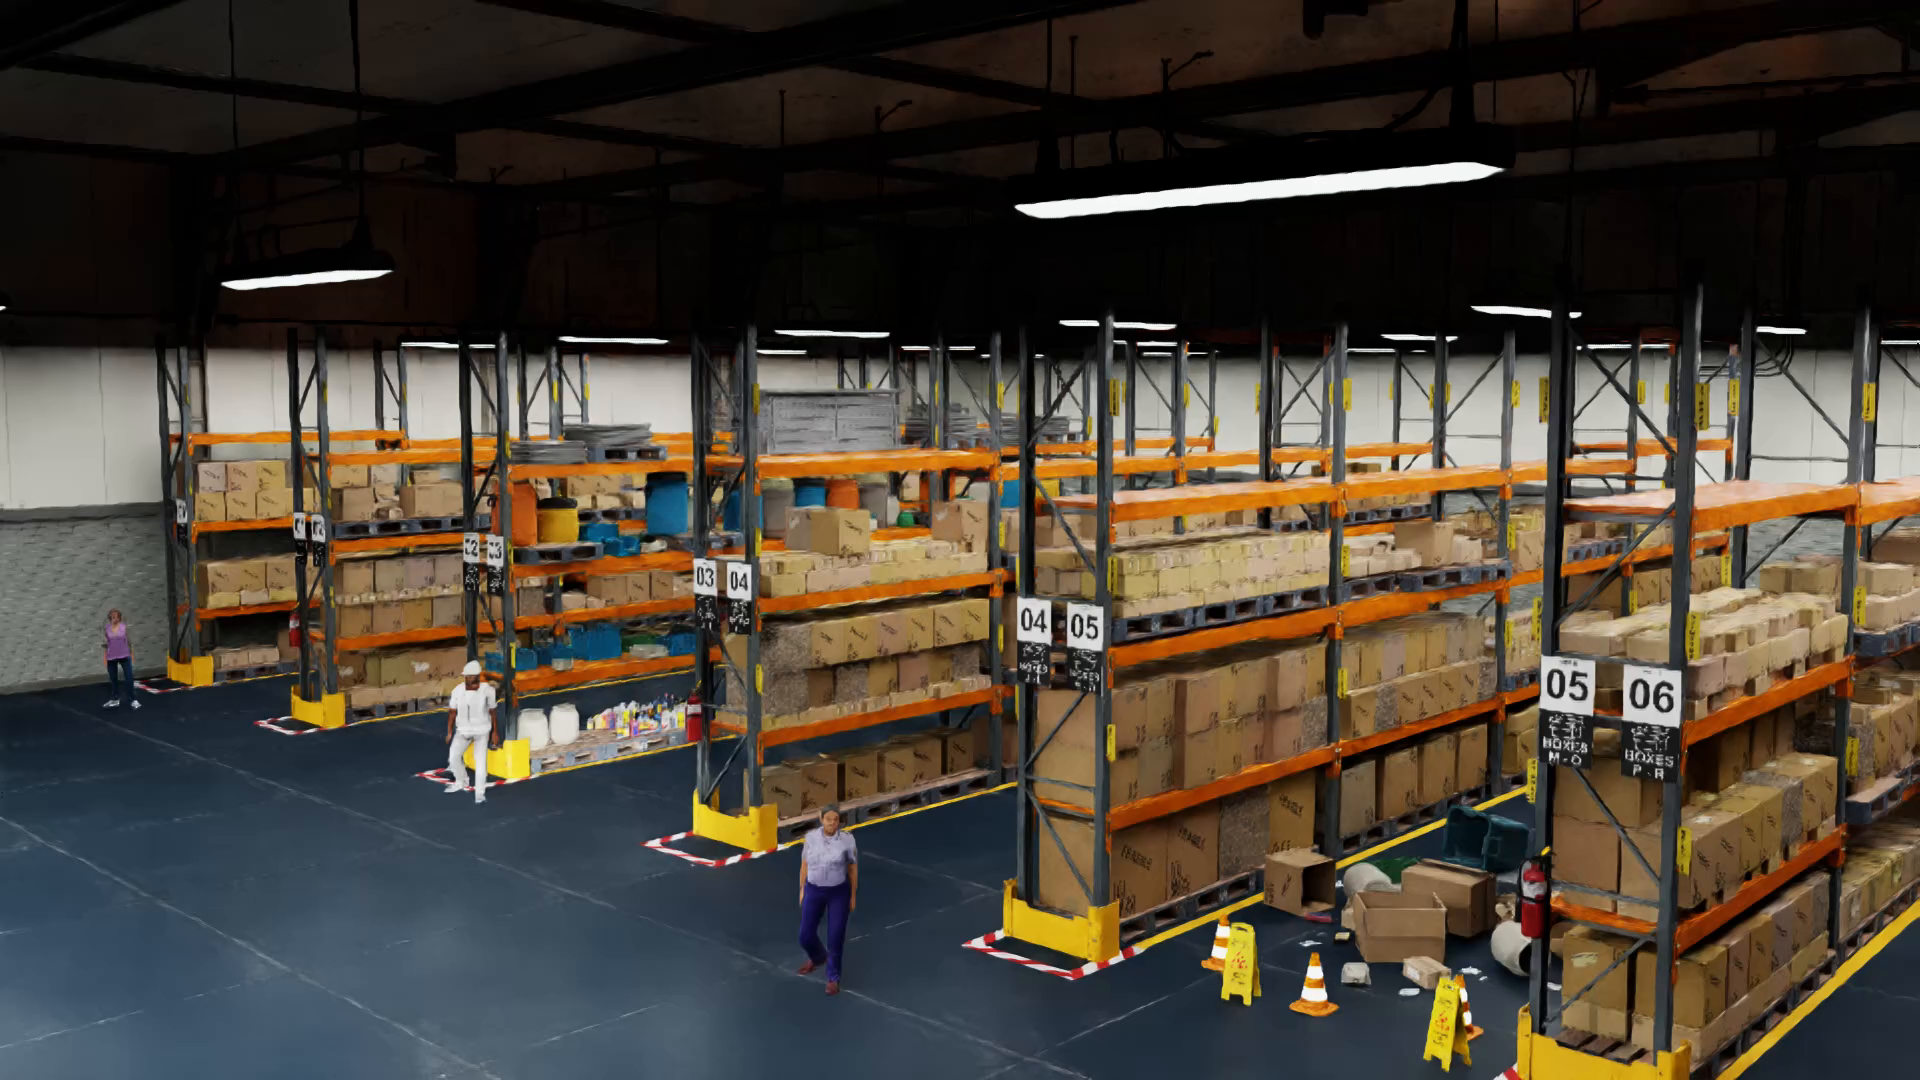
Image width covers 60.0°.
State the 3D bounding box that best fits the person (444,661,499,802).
[{"bbox_3d":[-6.093,2.351,20.614,0.728,1.757,0.529,0,5,3],"label":"person"}]

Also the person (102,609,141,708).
[{"bbox_3d":[-13.360,1.875,26.454,0.597,1.590,0.463,-2,6,-18],"label":"person"}]

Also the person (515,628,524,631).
[{"bbox_3d":[-8.496,1.297,32.061,0.447,1.720,0.569,2,6,18],"label":"person"}]

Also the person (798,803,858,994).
[{"bbox_3d":[-1.138,3.021,14.226,0.558,1.638,0.533,1,5,6],"label":"person"}]
